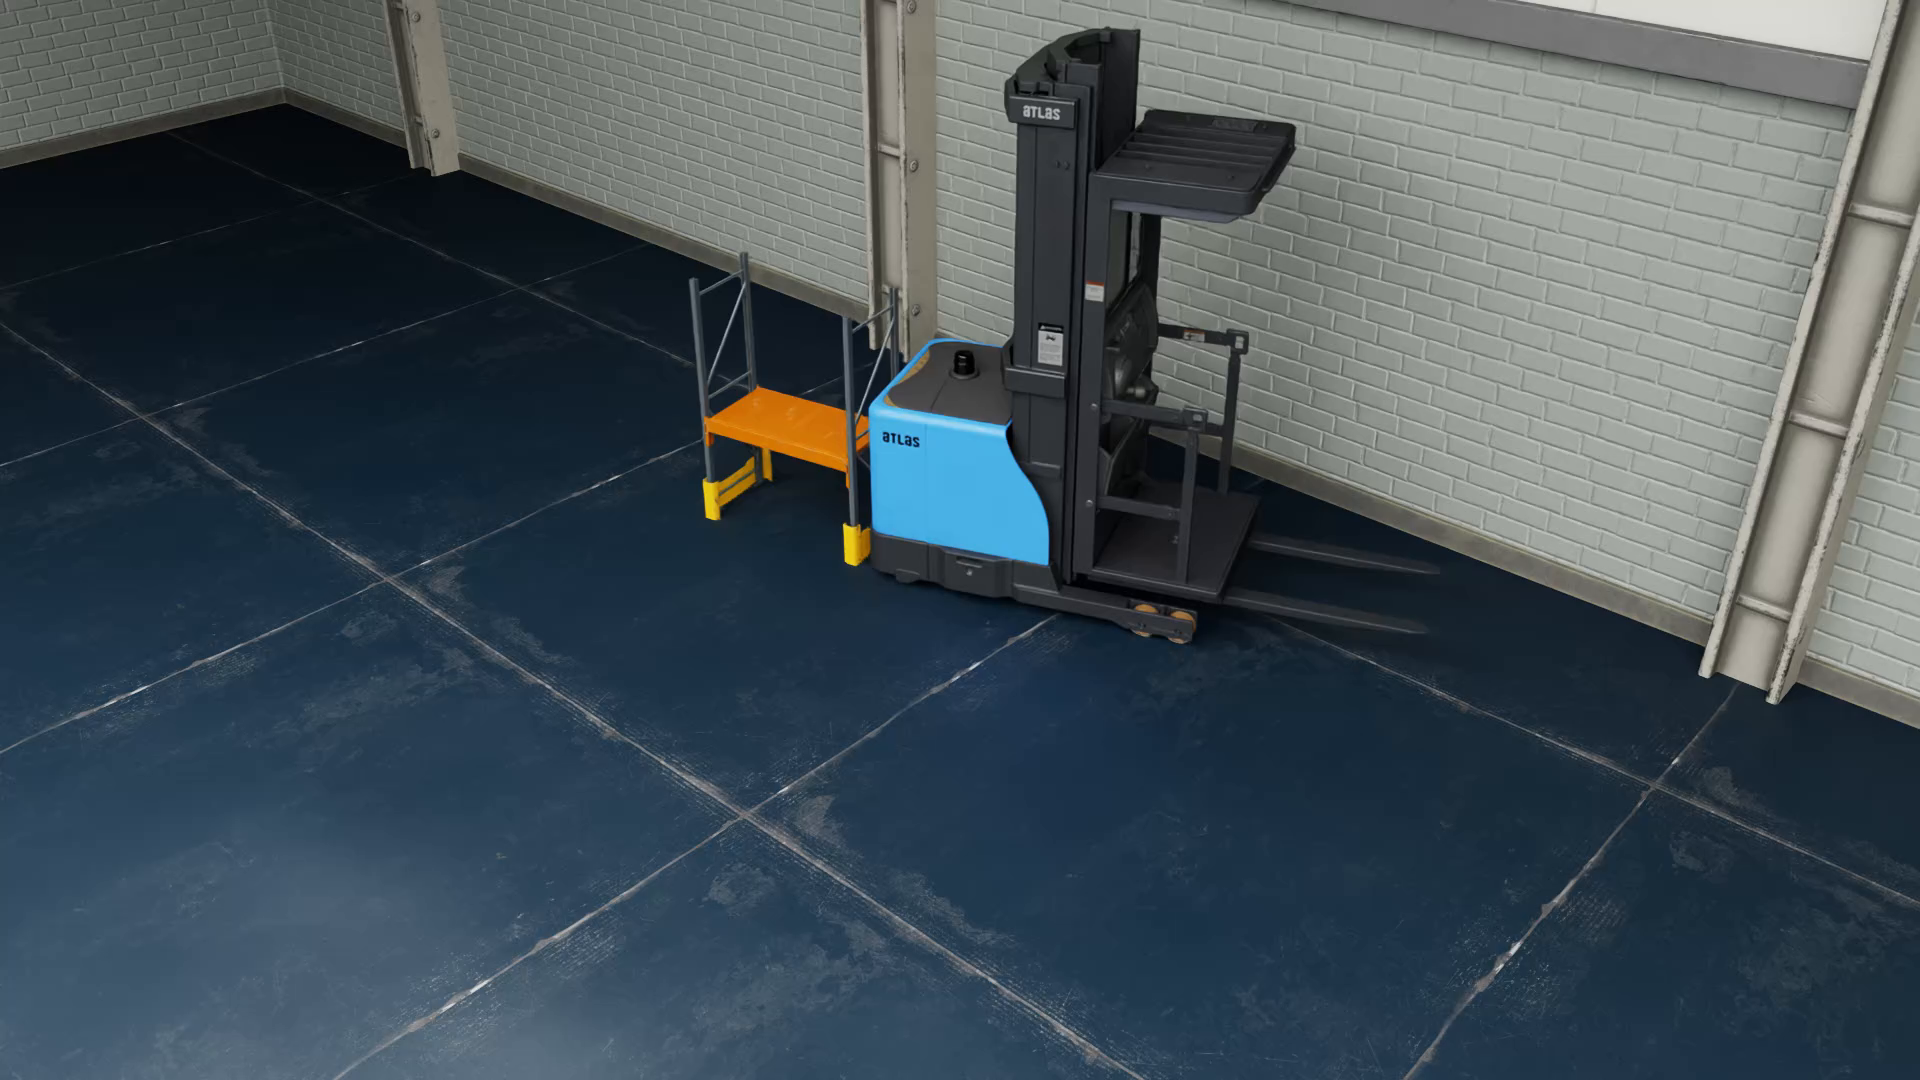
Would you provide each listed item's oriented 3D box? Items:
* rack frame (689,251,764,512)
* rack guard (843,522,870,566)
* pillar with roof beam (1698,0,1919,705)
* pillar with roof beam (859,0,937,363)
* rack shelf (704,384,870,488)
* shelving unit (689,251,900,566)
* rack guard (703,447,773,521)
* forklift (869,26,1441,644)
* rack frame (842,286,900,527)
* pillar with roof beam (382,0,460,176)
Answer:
[{"bbox_3d":[-1.355,-0.900,9.735,0.032,1.500,0.500,17,35,26],"label":"rack frame"},{"bbox_3d":[-0.481,-0.098,9.615,0.087,0.250,0.587,17,35,26],"label":"rack guard"},{"bbox_3d":[1.153,-1.509,3.477,0.400,9.000,9.100,25,39,35],"label":"pillar with roof beam"},{"bbox_3d":[-3.295,-3.586,6.926,0.400,9.000,9.100,25,39,35],"label":"pillar with roof beam"},{"bbox_3d":[-0.917,-0.613,9.607,1.000,0.185,0.538,17,35,26],"label":"rack shelf"},{"bbox_3d":[-0.909,-0.764,9.510,1.083,1.500,0.587,17,35,26],"label":"shelving unit"},{"bbox_3d":[-1.338,-0.360,10.049,0.087,0.250,0.587,17,35,26],"label":"rack guard"},{"bbox_3d":[1.071,-1.019,8.546,3.031,2.935,1.130,11,33,17],"label":"forklift"},{"bbox_3d":[-0.480,-0.633,9.292,0.032,1.500,0.500,17,35,26],"label":"rack frame"},{"bbox_3d":[-7.744,-5.662,10.375,0.400,9.000,9.100,25,39,35],"label":"pillar with roof beam"}]
